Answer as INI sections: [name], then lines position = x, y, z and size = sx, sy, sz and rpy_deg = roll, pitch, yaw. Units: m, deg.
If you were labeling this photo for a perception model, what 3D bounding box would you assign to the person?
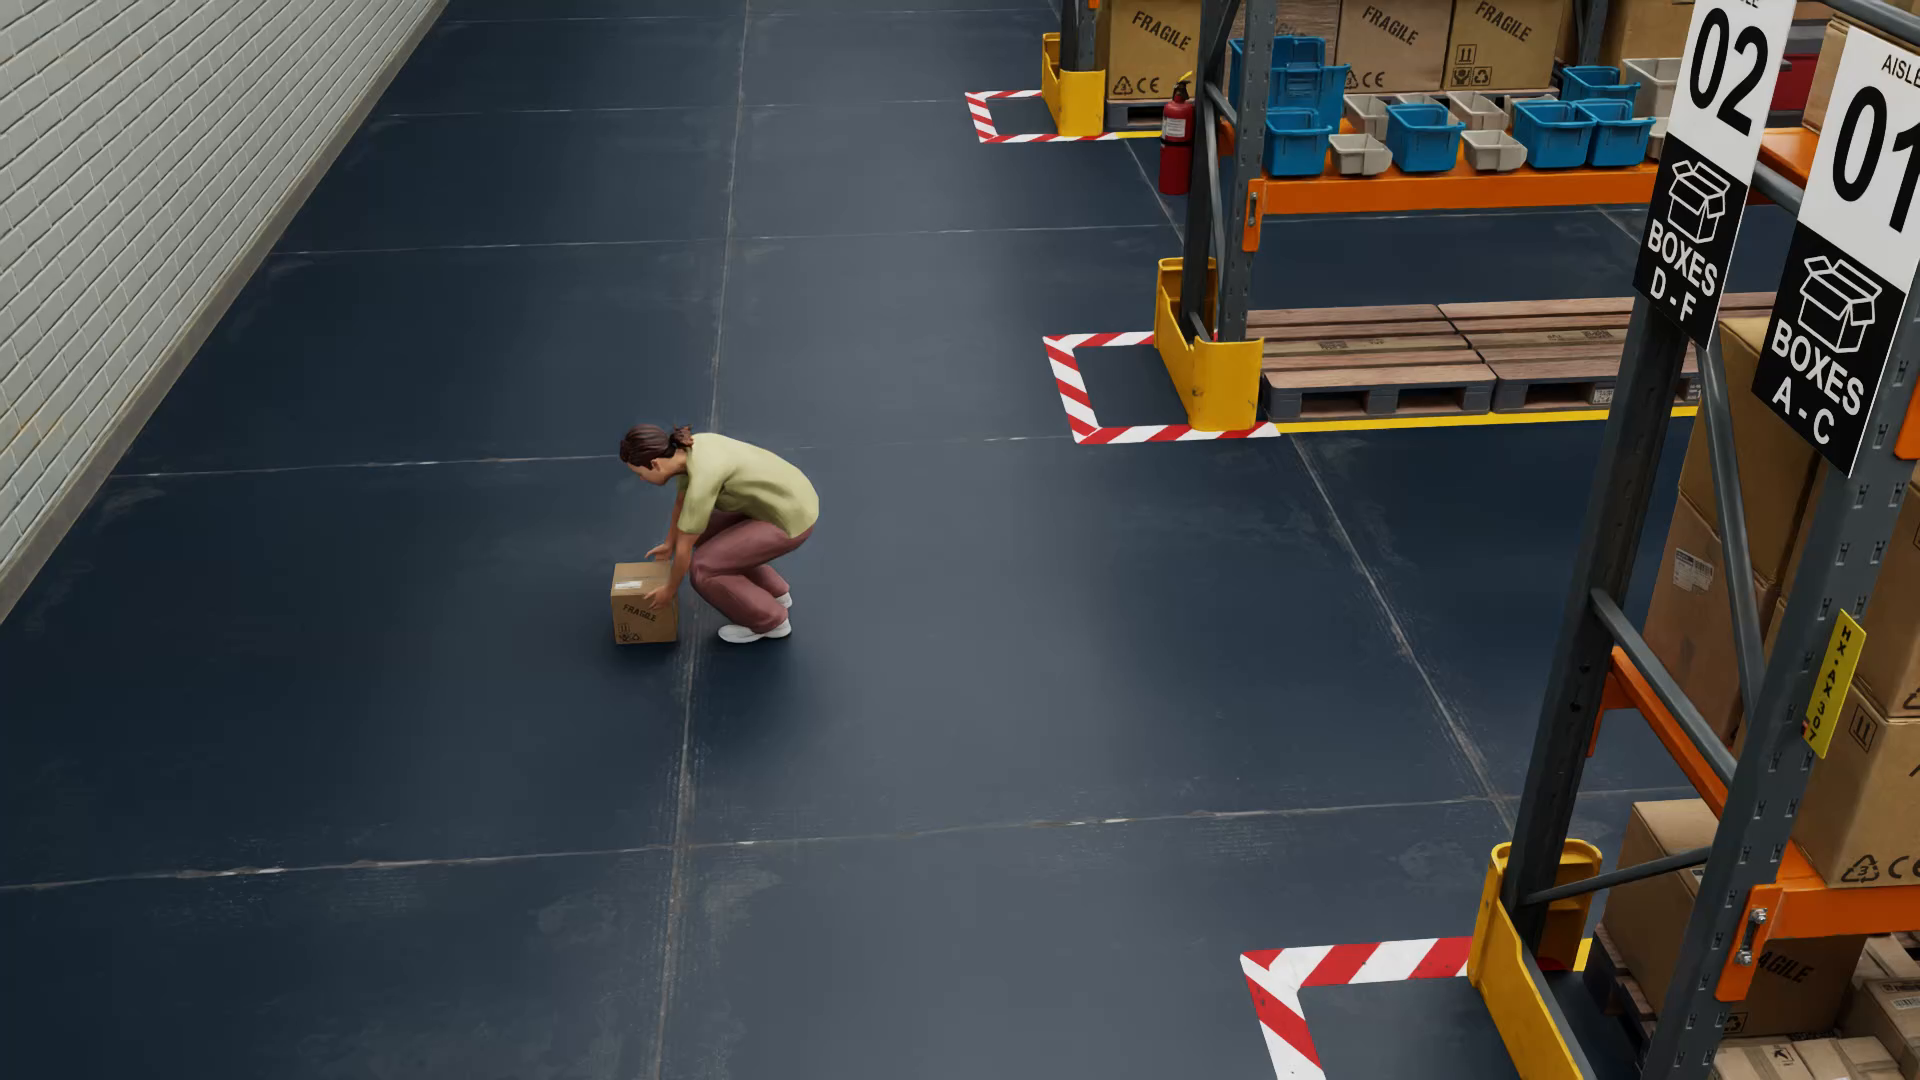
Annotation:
[person]
position = -0.972, -0.054, 6.879
size = 0.782, 0.998, 0.494
rpy_deg = -3, 31, -5
